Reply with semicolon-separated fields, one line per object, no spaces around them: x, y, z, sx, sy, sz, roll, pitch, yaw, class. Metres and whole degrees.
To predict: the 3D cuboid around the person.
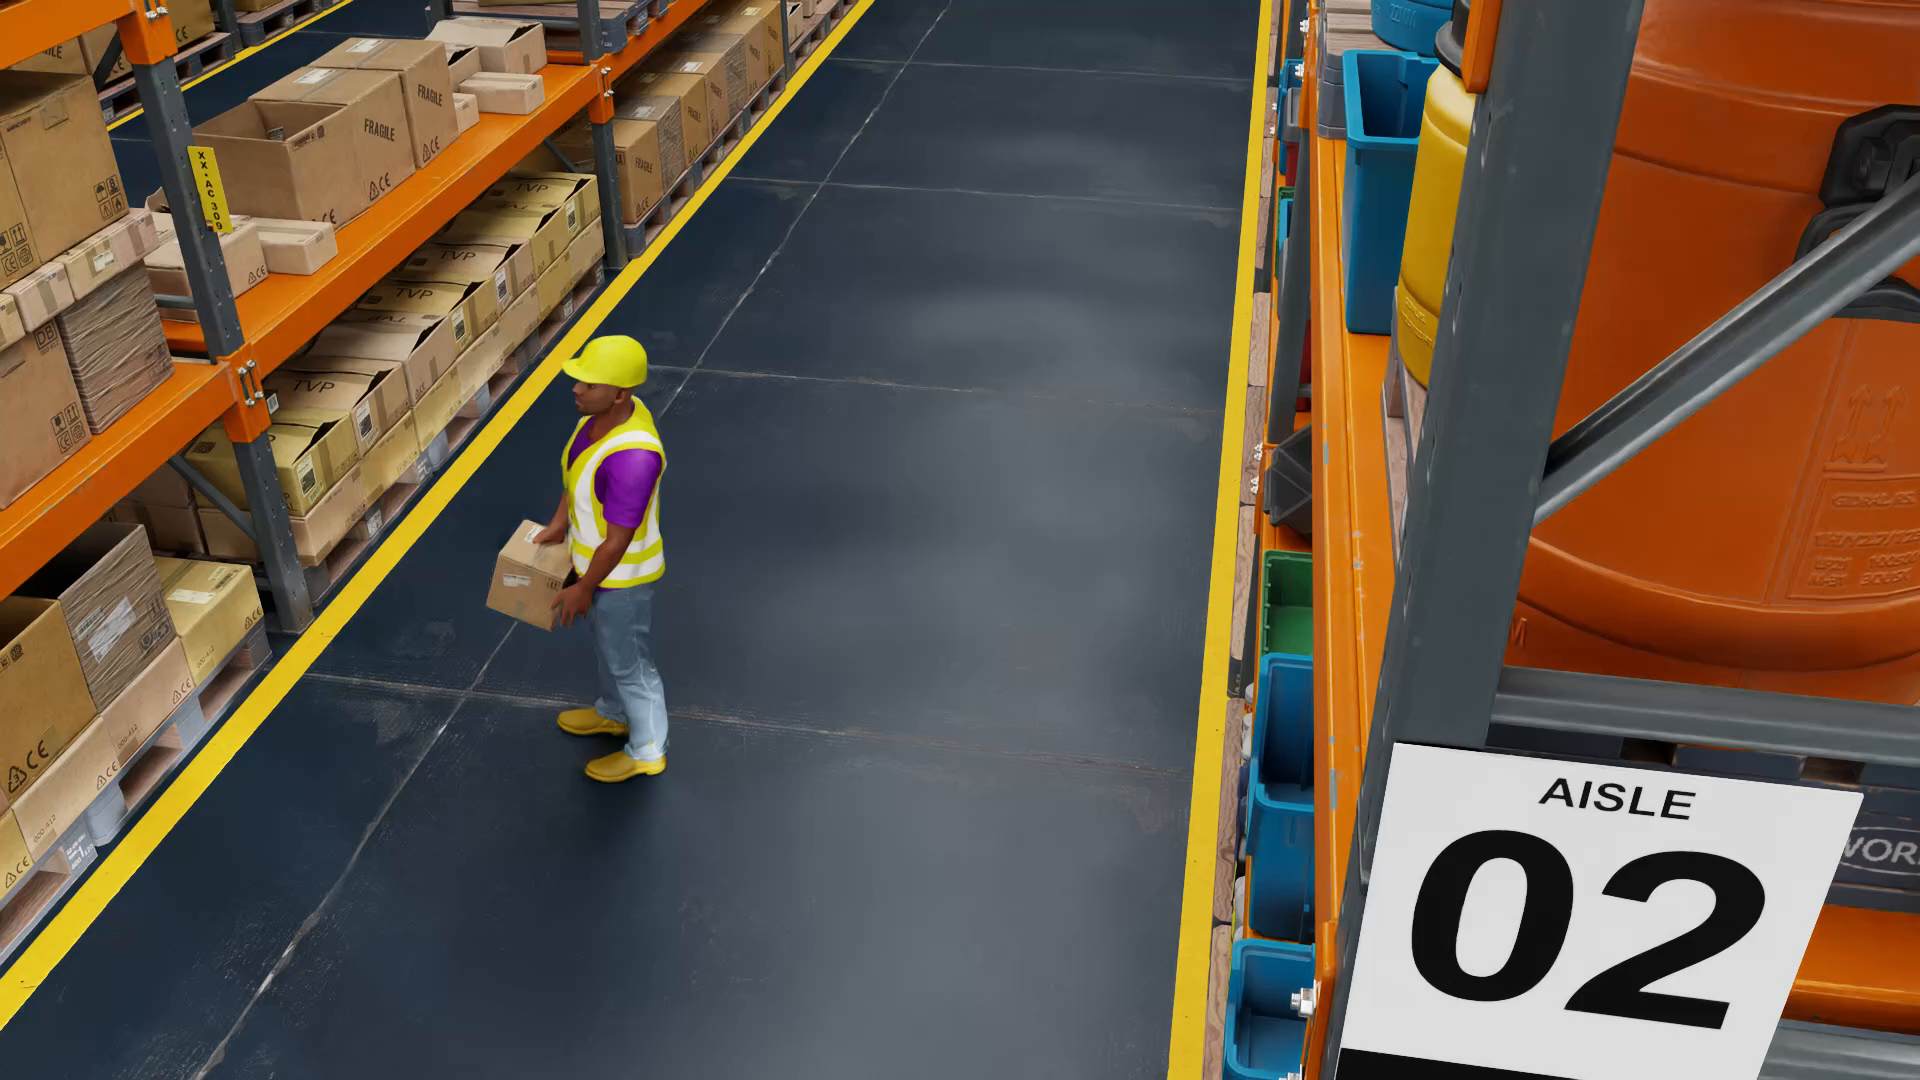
-1.286;0.081;5.964;0.493;1.772;0.605;-11;34;-17;person
